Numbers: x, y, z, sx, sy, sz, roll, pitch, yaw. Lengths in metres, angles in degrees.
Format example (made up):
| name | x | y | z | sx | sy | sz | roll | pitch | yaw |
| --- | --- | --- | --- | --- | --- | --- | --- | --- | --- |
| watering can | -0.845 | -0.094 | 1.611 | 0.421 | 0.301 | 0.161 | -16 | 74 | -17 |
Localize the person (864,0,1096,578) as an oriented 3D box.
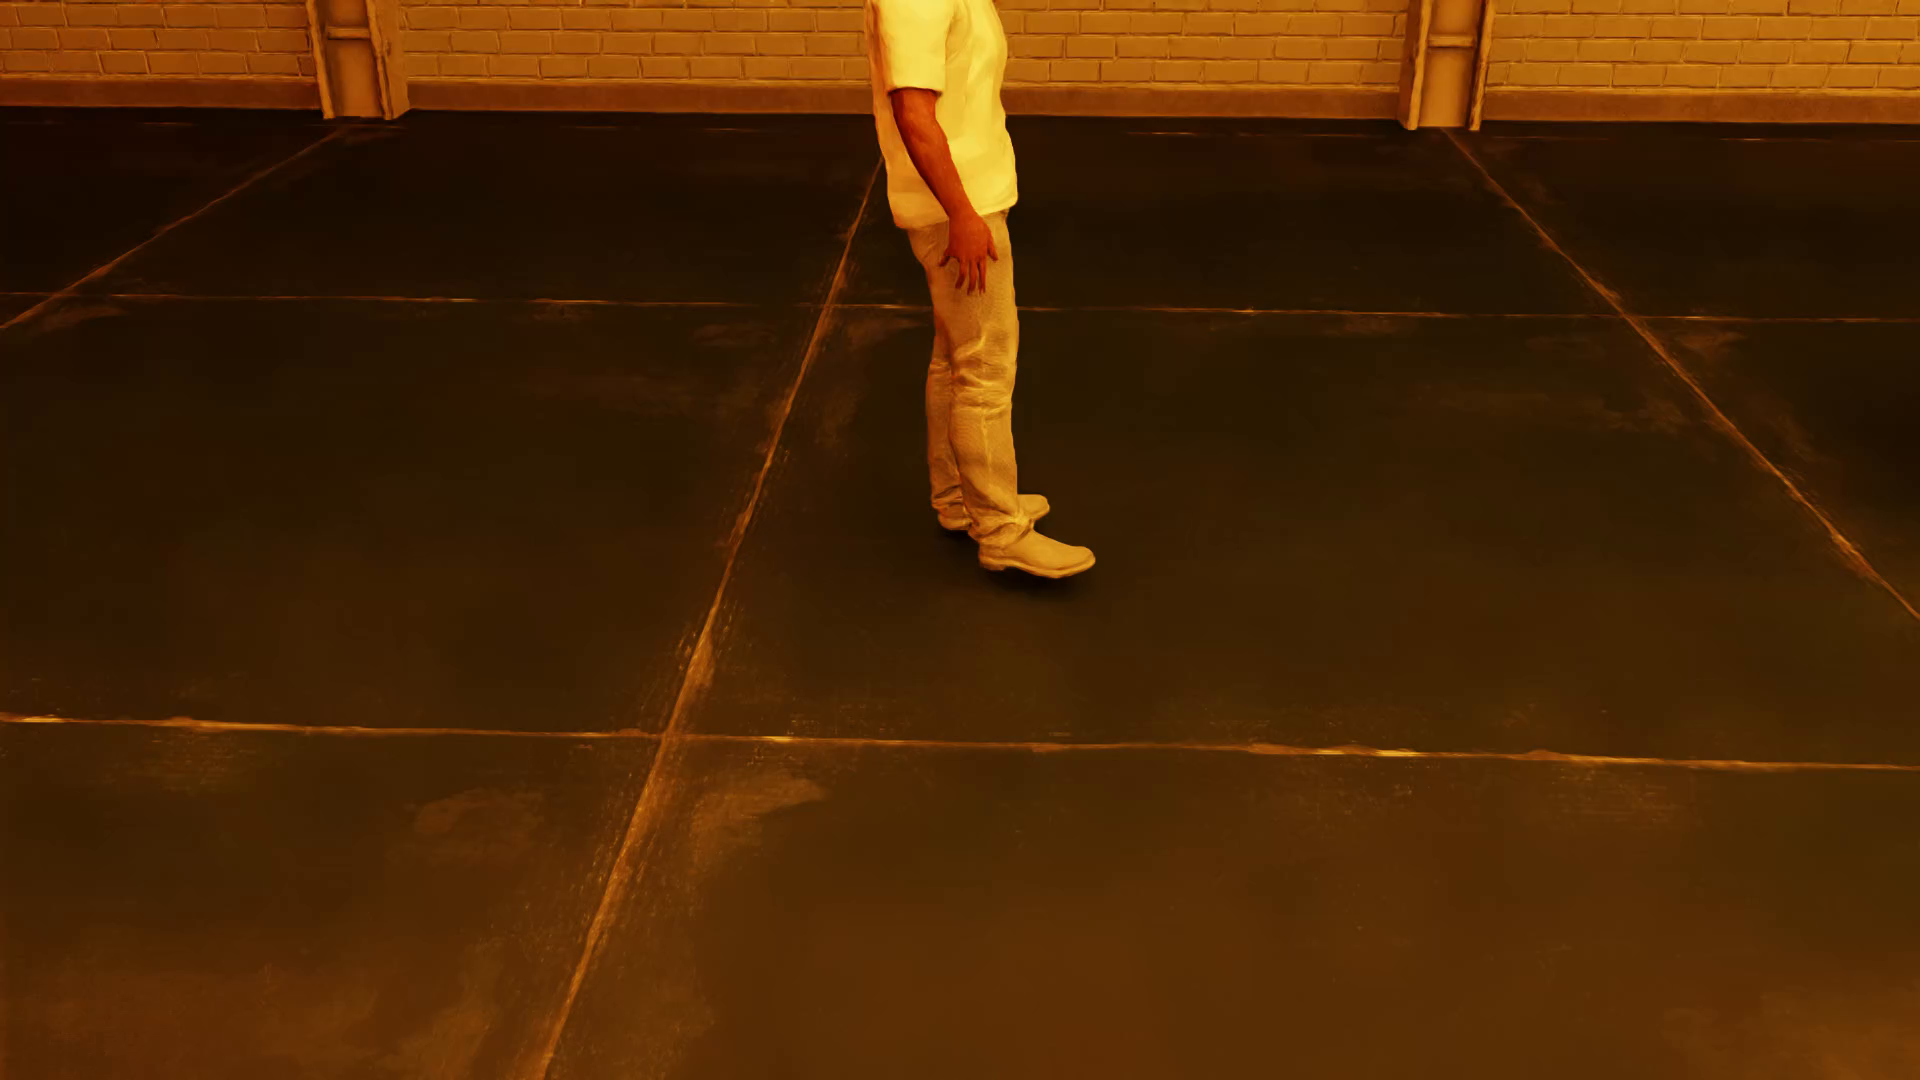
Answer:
| name | x | y | z | sx | sy | sz | roll | pitch | yaw |
| --- | --- | --- | --- | --- | --- | --- | --- | --- | --- |
| person | 0.069 | -0.830 | 4.103 | 0.576 | 1.766 | 0.665 | 1 | 26 | 2 |
